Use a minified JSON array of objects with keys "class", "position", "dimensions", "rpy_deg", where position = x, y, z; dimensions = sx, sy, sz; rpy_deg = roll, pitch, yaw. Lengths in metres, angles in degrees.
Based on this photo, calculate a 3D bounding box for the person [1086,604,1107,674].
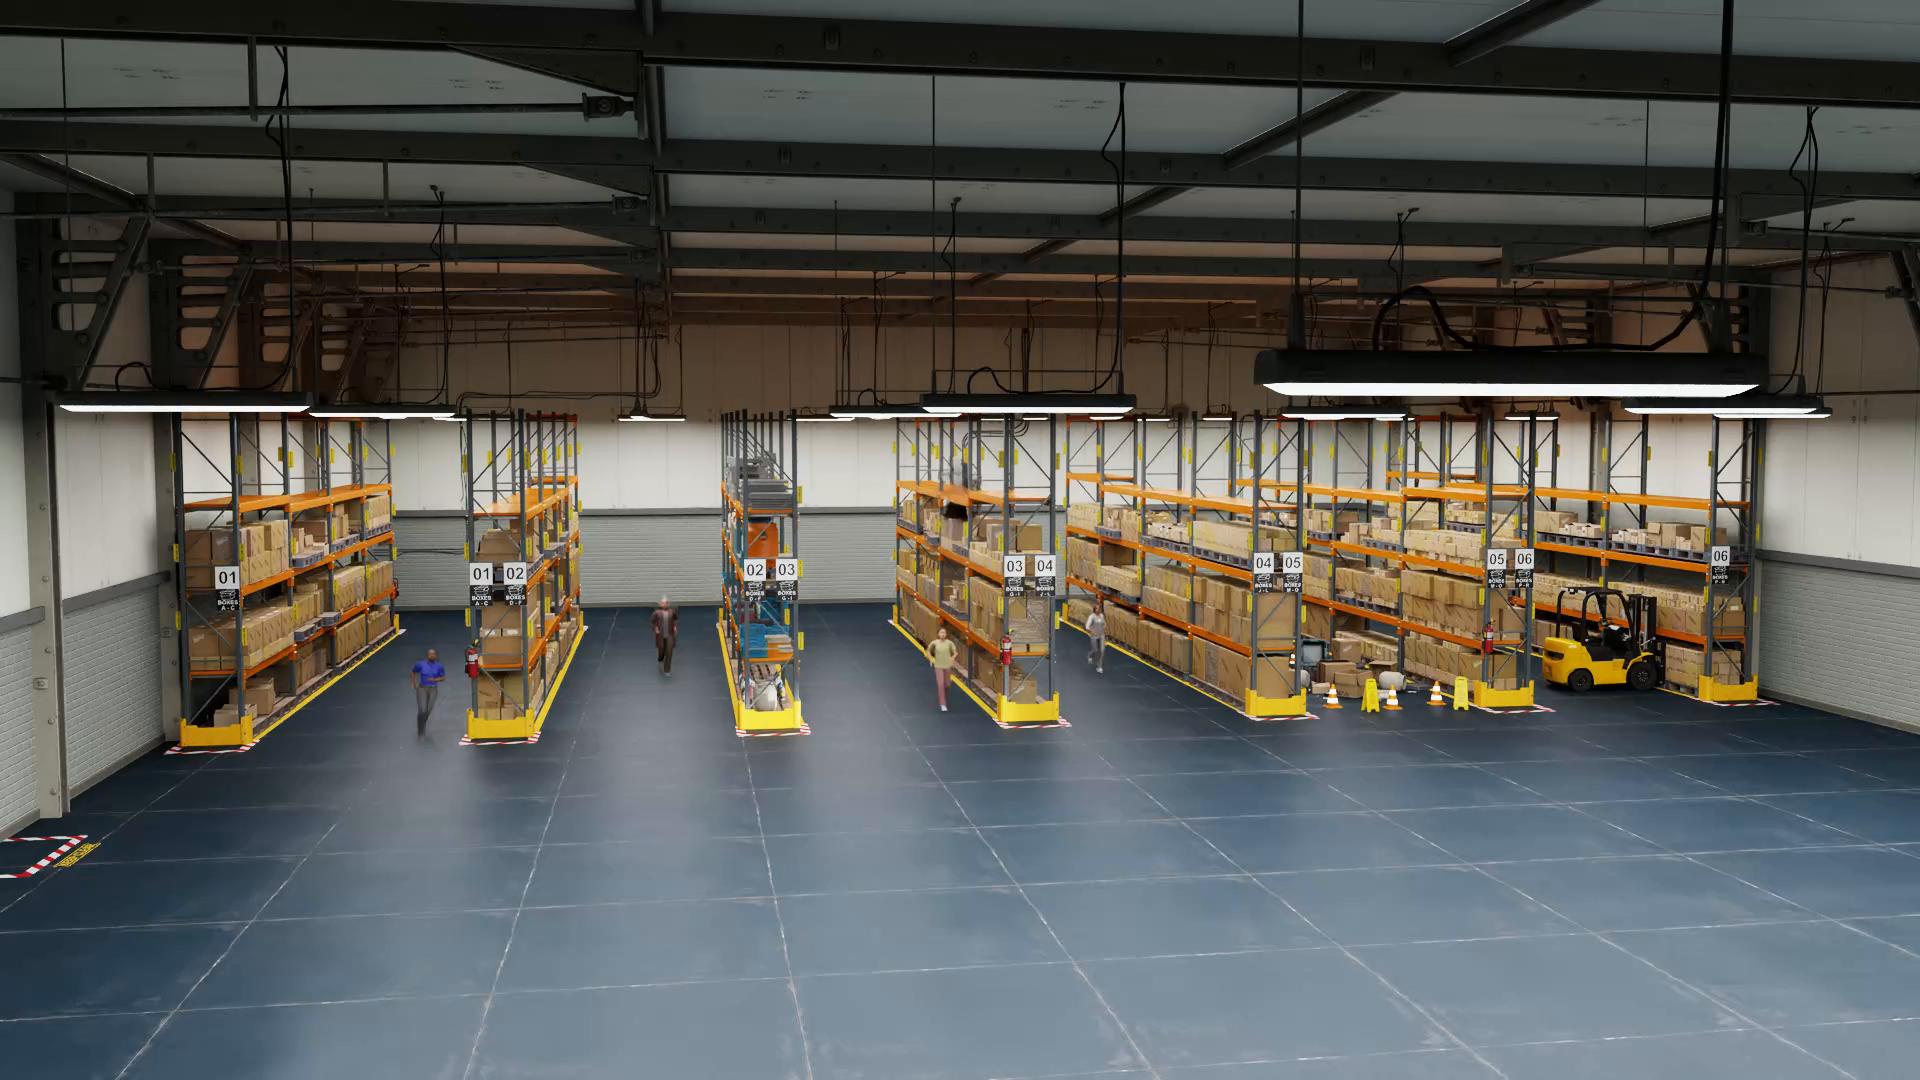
[{"class":"person","position":[3.161,2.269,38.472],"dimensions":[0.547,1.571,0.759],"rpy_deg":[-1,4,-17]}]

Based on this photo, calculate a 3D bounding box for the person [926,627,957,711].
[{"class":"person","position":[-0.356,2.558,33.364],"dimensions":[0.604,1.647,0.907],"rpy_deg":[-1,4,-9]}]

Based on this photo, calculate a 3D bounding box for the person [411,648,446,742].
[{"class":"person","position":[-9.687,2.811,30.310],"dimensions":[0.563,1.706,0.744],"rpy_deg":[-2,5,-31]}]

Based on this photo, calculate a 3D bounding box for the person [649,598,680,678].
[{"class":"person","position":[-6.717,2.208,37.891],"dimensions":[0.711,1.764,0.923],"rpy_deg":[-1,4,-17]}]
